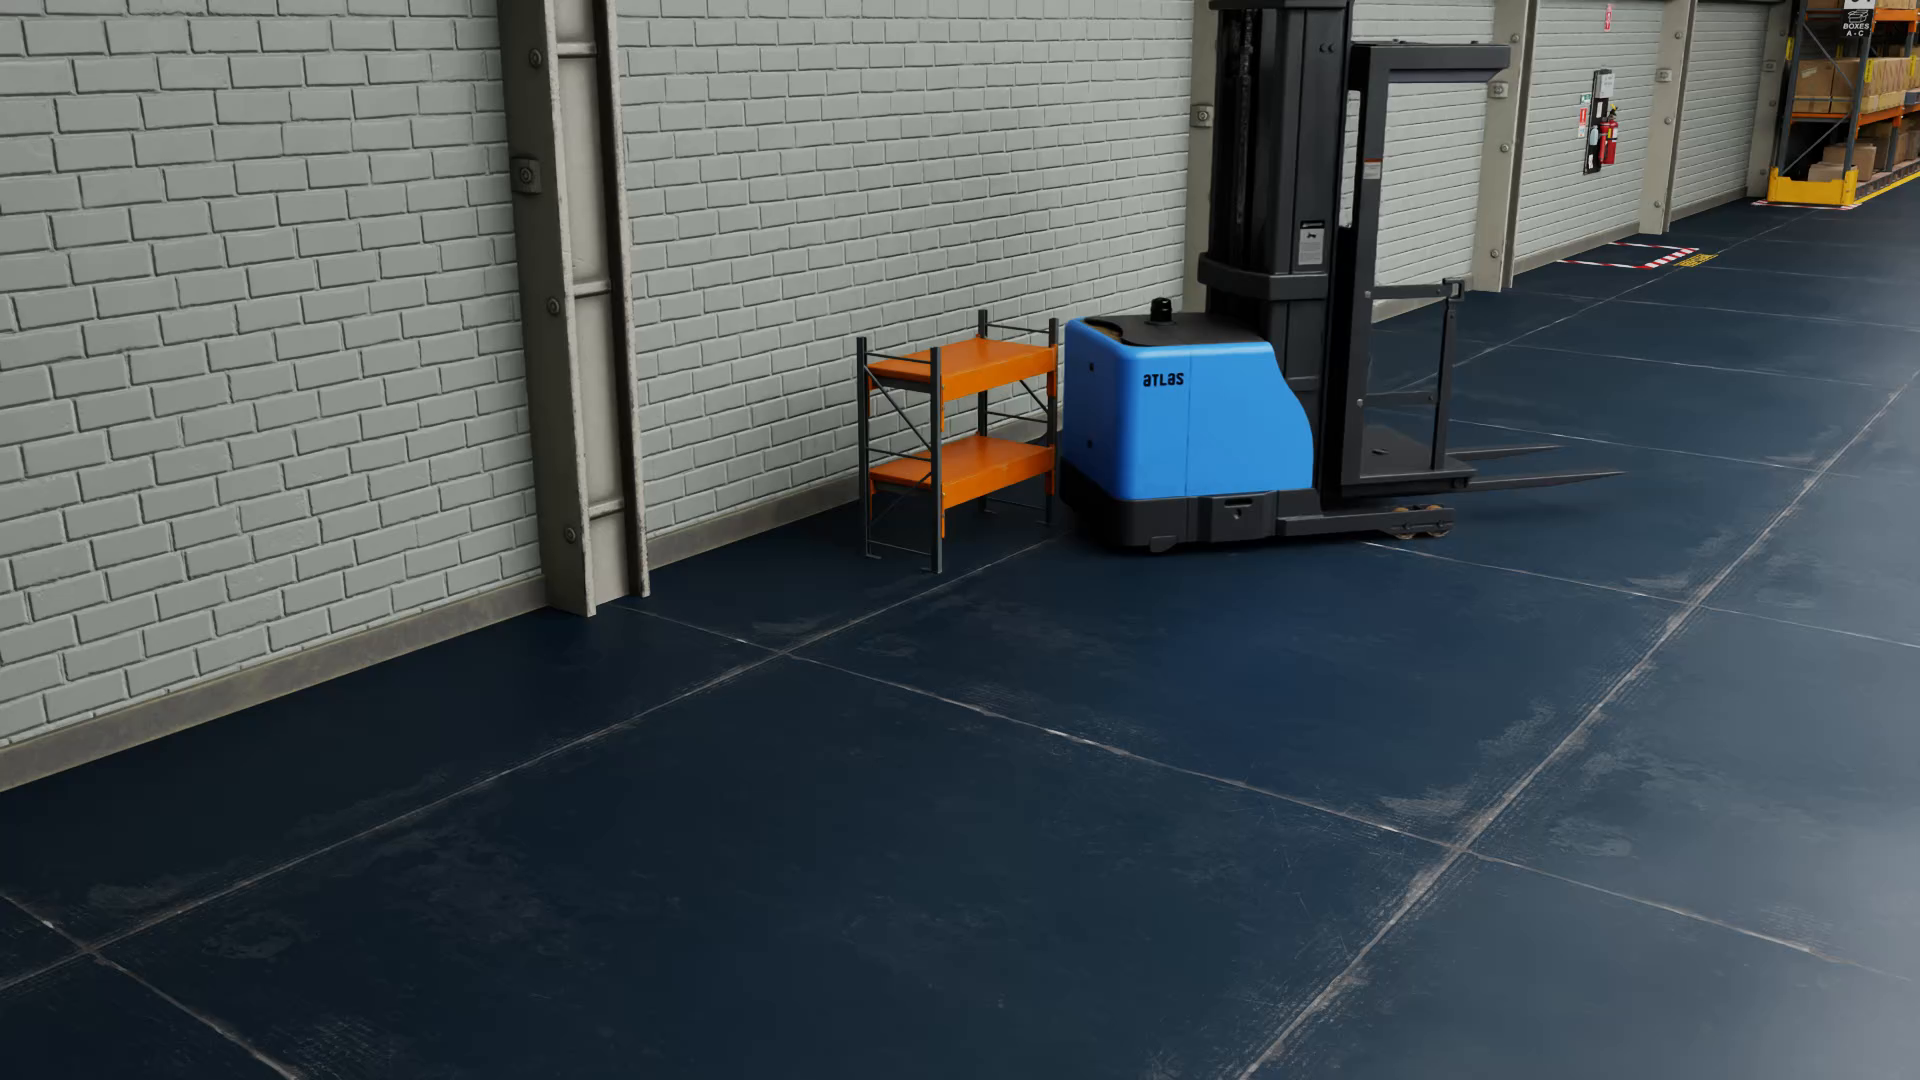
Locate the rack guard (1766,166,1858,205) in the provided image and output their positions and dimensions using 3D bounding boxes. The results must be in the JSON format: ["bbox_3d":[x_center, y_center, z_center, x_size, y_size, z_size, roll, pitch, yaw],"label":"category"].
[{"bbox_3d":[12.913,-5.375,25.209,1.175,0.500,0.348,12,21,35],"label":"rack guard"}]

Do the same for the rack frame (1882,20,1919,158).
[{"bbox_3d":[17.634,-8.456,30.916,1.000,3.000,0.127,12,21,35],"label":"rack frame"}]

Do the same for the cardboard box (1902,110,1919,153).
[{"bbox_3d":[18.178,-7.782,31.662,0.750,0.750,0.750,12,21,34],"label":"cardboard box"}]

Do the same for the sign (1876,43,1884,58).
[{"bbox_3d":[17.186,-9.106,31.058,0.100,0.325,0.005,12,21,35],"label":"sign"}]

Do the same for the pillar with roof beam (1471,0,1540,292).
[{"bbox_3d":[8.897,-6.116,13.266,9.100,9.000,0.400,12,21,35],"label":"pillar with roof beam"}]

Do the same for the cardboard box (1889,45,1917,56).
[{"bbox_3d":[17.696,-9.167,31.238,0.500,0.250,0.500,13,22,36],"label":"cardboard box"}]

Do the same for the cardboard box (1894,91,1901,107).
[{"bbox_3d":[14.908,-7.158,26.954,0.500,0.250,0.500,13,21,35],"label":"cardboard box"}]

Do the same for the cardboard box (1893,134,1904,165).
[{"bbox_3d":[16.280,-6.944,29.521,0.700,0.500,0.500,13,21,35],"label":"cardboard box"}]

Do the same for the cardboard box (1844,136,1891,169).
[{"bbox_3d":[15.676,-6.698,28.728,0.700,0.500,0.500,13,22,37],"label":"cardboard box"}]

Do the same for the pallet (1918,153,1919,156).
[{"bbox_3d":[18.164,-7.299,31.891,1.003,0.211,1.213,12,21,35],"label":"pallet"}]

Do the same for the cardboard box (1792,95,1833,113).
[{"bbox_3d":[12.990,-6.634,25.268,0.500,0.250,0.500,13,21,35],"label":"cardboard box"}]

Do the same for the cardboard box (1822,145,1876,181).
[{"bbox_3d":[14.169,-6.018,26.537,0.700,0.500,0.500,11,20,31],"label":"cardboard box"}]

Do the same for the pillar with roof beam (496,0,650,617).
[{"bbox_3d":[1.747,-3.258,4.063,9.100,9.000,0.400,12,21,35],"label":"pillar with roof beam"}]

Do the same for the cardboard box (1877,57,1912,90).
[{"bbox_3d":[15.217,-7.632,27.218,0.500,0.500,0.500,12,21,35],"label":"cardboard box"}]

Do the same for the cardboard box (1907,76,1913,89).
[{"bbox_3d":[15.920,-8.008,28.564,0.700,0.500,0.500,15,23,40],"label":"cardboard box"}]

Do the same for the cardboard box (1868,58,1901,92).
[{"bbox_3d":[14.616,-7.394,26.451,0.500,0.500,0.500,12,21,33],"label":"cardboard box"}]

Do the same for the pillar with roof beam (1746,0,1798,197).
[{"bbox_3d":[16.047,-8.975,22.470,9.100,9.000,0.400,12,21,35],"label":"pillar with roof beam"}]

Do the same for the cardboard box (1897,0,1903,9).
[{"bbox_3d":[14.224,-8.453,25.647,0.500,0.500,0.500,14,22,38],"label":"cardboard box"}]

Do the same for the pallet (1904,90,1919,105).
[{"bbox_3d":[15.823,-7.568,28.380,1.003,0.211,1.213,12,21,35],"label":"pallet"}]

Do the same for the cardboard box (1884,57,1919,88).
[{"bbox_3d":[16.638,-8.300,29.502,0.700,0.500,0.500,12,21,35],"label":"cardboard box"}]

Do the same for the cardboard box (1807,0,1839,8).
[{"bbox_3d":[12.913,-8.185,24.782,0.500,0.500,0.500,14,22,39],"label":"cardboard box"}]

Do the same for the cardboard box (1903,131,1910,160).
[{"bbox_3d":[16.847,-7.190,30.311,0.700,0.500,0.500,12,21,35],"label":"cardboard box"}]

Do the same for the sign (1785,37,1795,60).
[{"bbox_3d":[12.434,-7.357,24.893,0.100,0.325,0.005,12,21,35],"label":"sign"}]

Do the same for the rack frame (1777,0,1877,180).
[{"bbox_3d":[12.867,-6.551,24.780,1.000,3.000,0.127,12,21,35],"label":"rack frame"}]

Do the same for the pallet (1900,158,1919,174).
[{"bbox_3d":[17.167,-6.939,30.731,1.003,0.211,1.213,12,21,35],"label":"pallet"}]

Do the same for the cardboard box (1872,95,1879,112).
[{"bbox_3d":[13.711,-6.675,25.400,0.500,0.250,0.500,12,21,33],"label":"cardboard box"}]

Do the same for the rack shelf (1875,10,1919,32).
[{"bbox_3d":[16.442,-9.069,29.044,1.077,0.370,4.000,12,21,35],"label":"rack shelf"}]

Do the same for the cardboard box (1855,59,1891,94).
[{"bbox_3d":[14.009,-7.145,25.650,0.500,0.500,0.500,12,21,33],"label":"cardboard box"}]

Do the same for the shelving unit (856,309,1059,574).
[{"bbox_3d":[0.004,-0.539,8.582,0.538,1.125,1.048,12,21,35],"label":"shelving unit"}]

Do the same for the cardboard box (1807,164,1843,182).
[{"bbox_3d":[13.352,-5.626,25.593,0.500,0.311,0.500,10,20,29],"label":"cardboard box"}]

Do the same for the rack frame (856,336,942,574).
[{"bbox_3d":[-0.299,-0.418,8.192,0.500,1.125,0.032,12,21,35],"label":"rack frame"}]

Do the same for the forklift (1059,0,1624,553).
[{"bbox_3d":[2.127,-1.550,8.792,3.031,2.935,1.130,-4,18,-13],"label":"forklift"}]

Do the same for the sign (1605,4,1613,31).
[{"bbox_3d":[7.427,-5.982,19.041,0.001,0.298,0.199,12,21,35],"label":"sign"}]

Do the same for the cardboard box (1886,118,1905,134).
[{"bbox_3d":[16.555,-7.402,29.730,0.500,0.250,0.500,12,21,34],"label":"cardboard box"}]

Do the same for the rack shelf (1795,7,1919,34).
[{"bbox_3d":[14.059,-8.116,25.976,1.077,0.370,4.000,12,21,35],"label":"rack shelf"}]

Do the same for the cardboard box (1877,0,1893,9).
[{"bbox_3d":[13.616,-8.198,24.823,0.500,0.500,0.500,14,22,38],"label":"cardboard box"}]

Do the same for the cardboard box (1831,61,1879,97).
[{"bbox_3d":[13.393,-6.907,24.883,0.500,0.500,0.500,12,21,35],"label":"cardboard box"}]

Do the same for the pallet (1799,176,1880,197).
[{"bbox_3d":[14.153,-5.714,26.787,1.003,0.211,1.213,12,21,35],"label":"pallet"}]

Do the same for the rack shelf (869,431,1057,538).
[{"bbox_3d":[0.004,-0.305,8.655,0.538,0.278,1.000,12,21,35],"label":"rack shelf"}]

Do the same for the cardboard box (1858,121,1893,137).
[{"bbox_3d":[15.936,-7.162,28.956,0.500,0.250,0.500,12,21,34],"label":"cardboard box"}]

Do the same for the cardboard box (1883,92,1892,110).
[{"bbox_3d":[14.322,-6.915,26.173,0.500,0.250,0.500,13,21,35],"label":"cardboard box"}]

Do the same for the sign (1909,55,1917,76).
[{"bbox_3d":[15.691,-7.823,27.417,0.100,0.325,0.005,12,21,35],"label":"sign"}]

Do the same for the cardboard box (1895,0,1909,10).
[{"bbox_3d":[14.837,-8.711,26.477,0.500,0.500,0.500,10,20,30],"label":"cardboard box"}]

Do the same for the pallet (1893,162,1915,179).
[{"bbox_3d":[16.440,-6.649,29.799,1.003,0.211,1.213,12,21,35],"label":"pallet"}]

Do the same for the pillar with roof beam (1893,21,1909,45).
[{"bbox_3d":[23.197,-11.833,31.674,9.100,9.000,0.400,12,21,35],"label":"pillar with roof beam"}]
